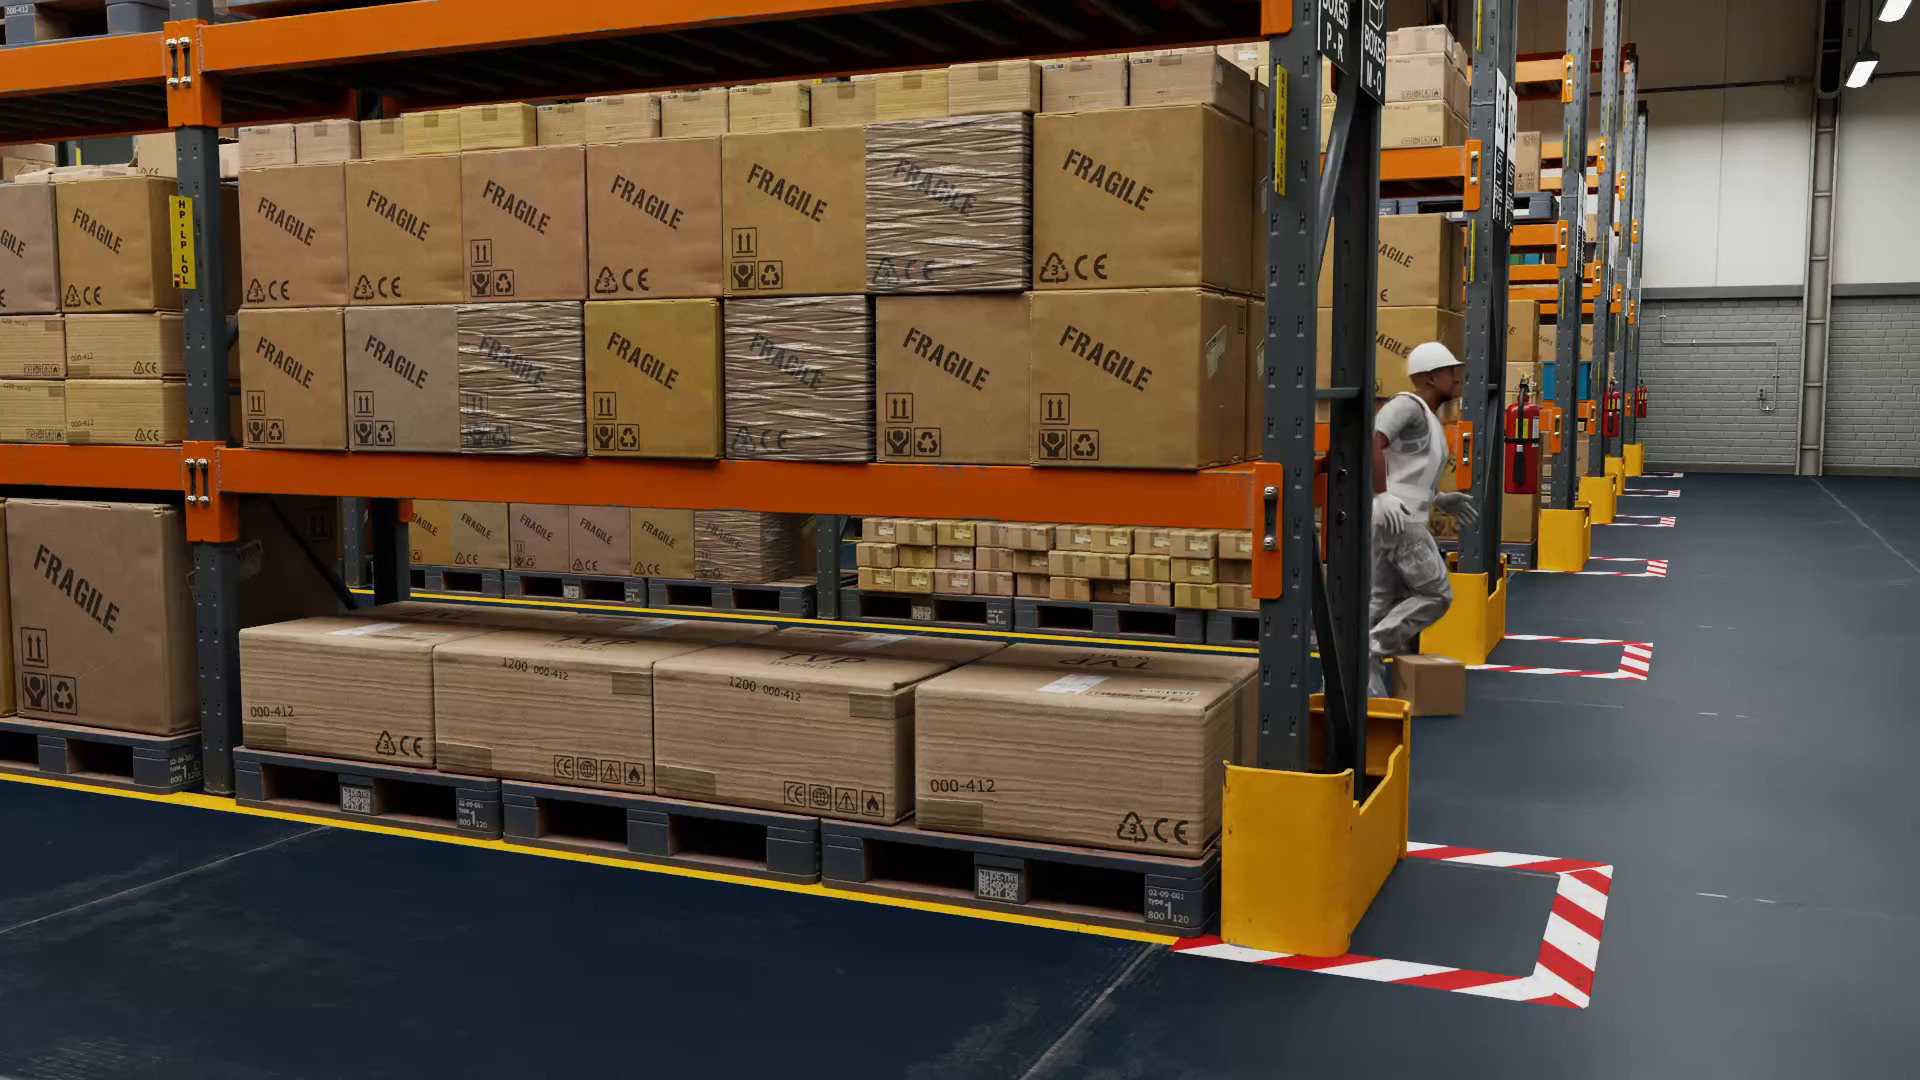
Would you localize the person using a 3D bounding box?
[{"bbox_3d":[2.114,-0.080,7.960,0.708,1.724,0.683,2,6,16],"label":"person"}]
